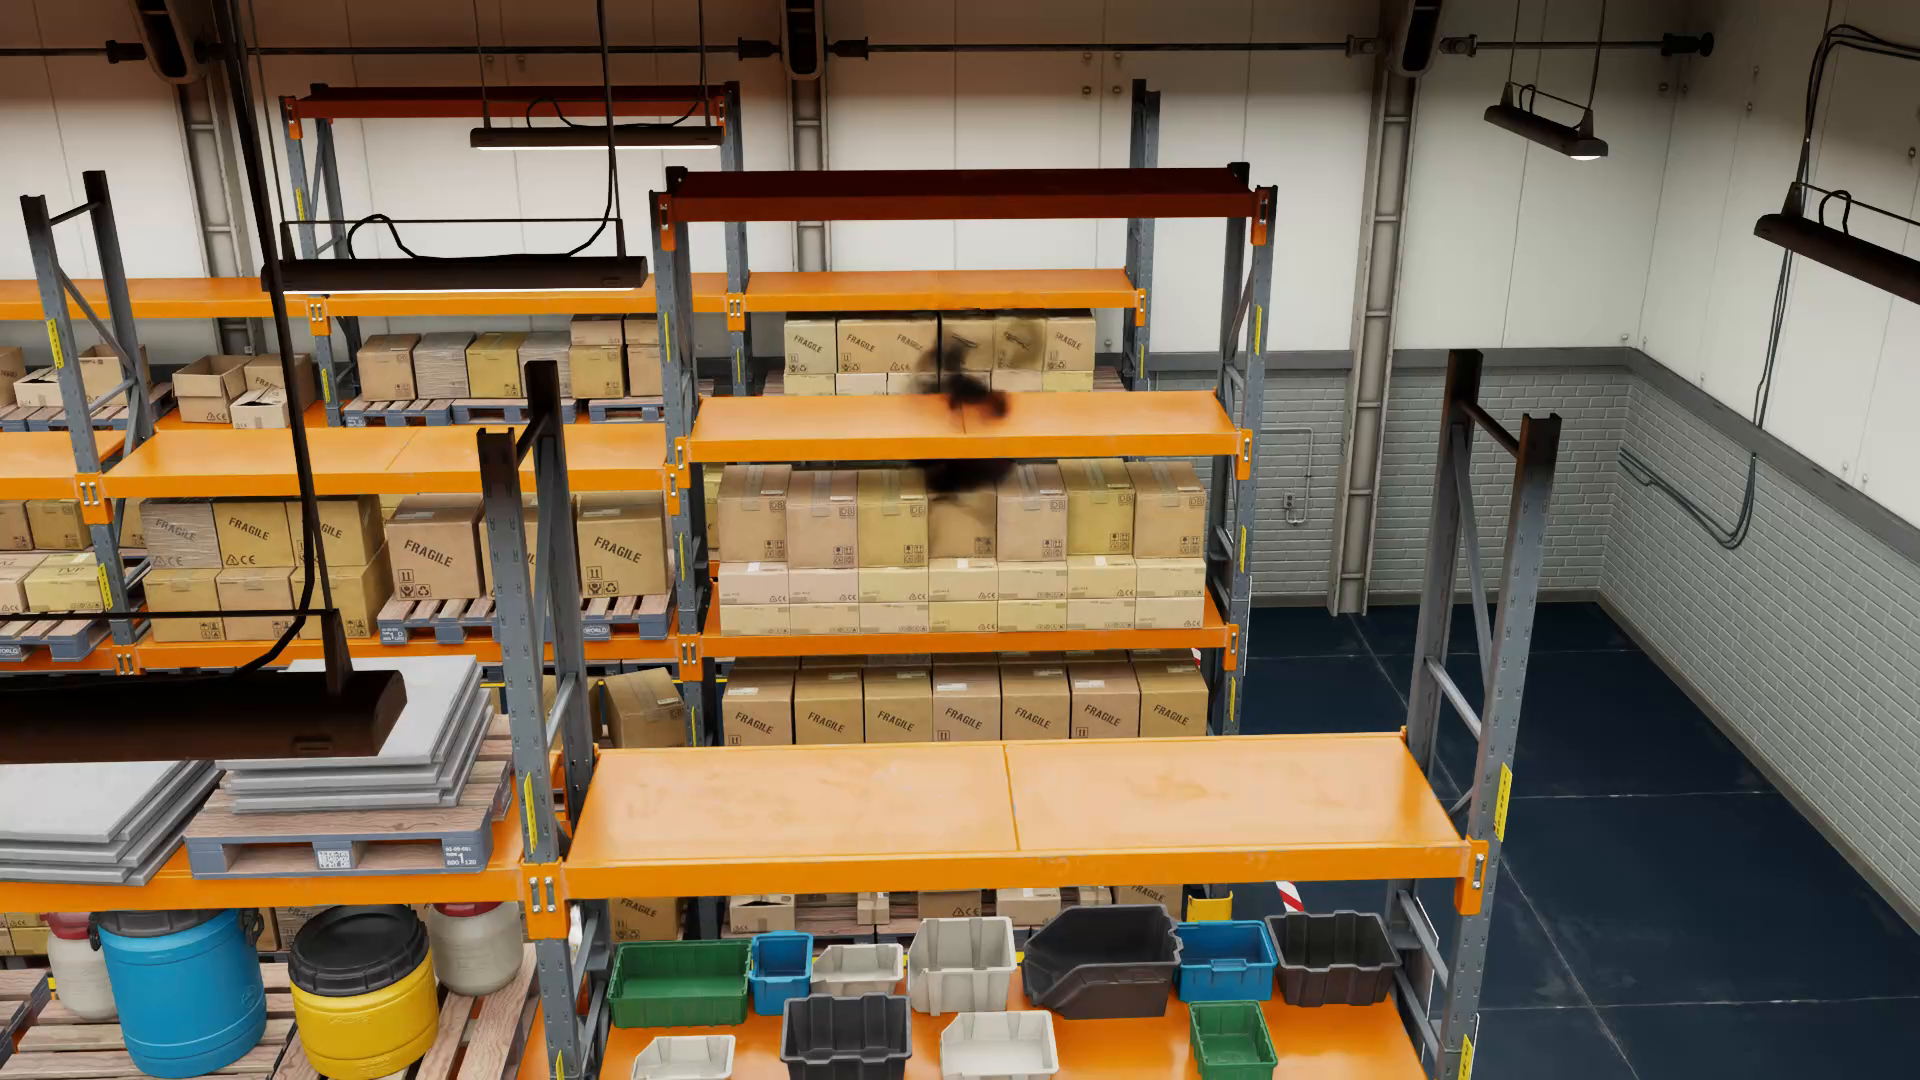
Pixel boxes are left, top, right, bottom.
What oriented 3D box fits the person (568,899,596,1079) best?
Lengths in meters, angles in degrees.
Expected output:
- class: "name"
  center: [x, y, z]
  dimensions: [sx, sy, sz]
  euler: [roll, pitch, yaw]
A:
- class: "person"
  center: [-2.618, 2.934, 11.069]
  dimensions: [0.512, 1.608, 0.606]
  euler: [-3, 22, -8]
